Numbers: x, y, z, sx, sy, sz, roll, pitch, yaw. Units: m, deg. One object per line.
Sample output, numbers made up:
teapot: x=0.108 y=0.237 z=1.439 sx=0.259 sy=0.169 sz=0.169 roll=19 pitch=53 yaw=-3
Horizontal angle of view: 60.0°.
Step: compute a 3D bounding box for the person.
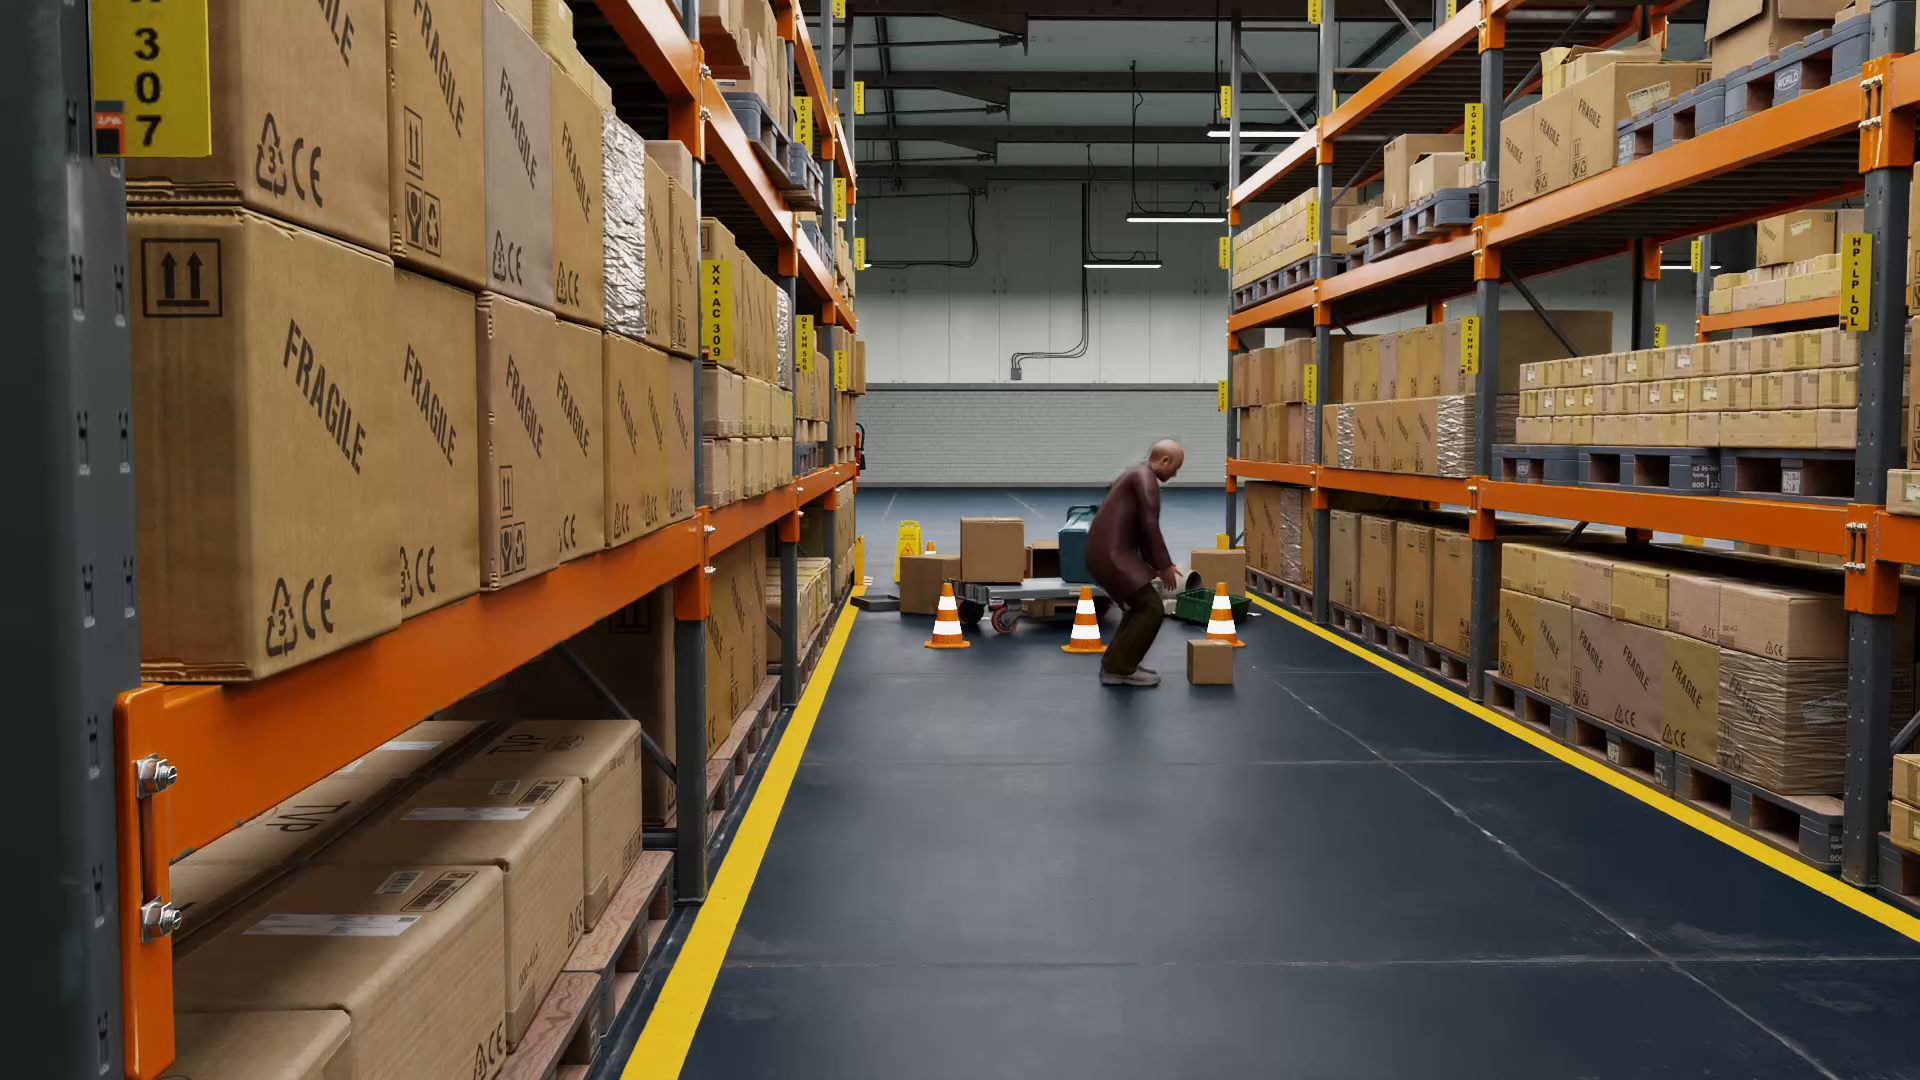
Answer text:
person: x=1.097 y=0.139 z=10.537 sx=0.636 sy=1.526 sz=0.627 roll=0 pitch=4 yaw=-1
